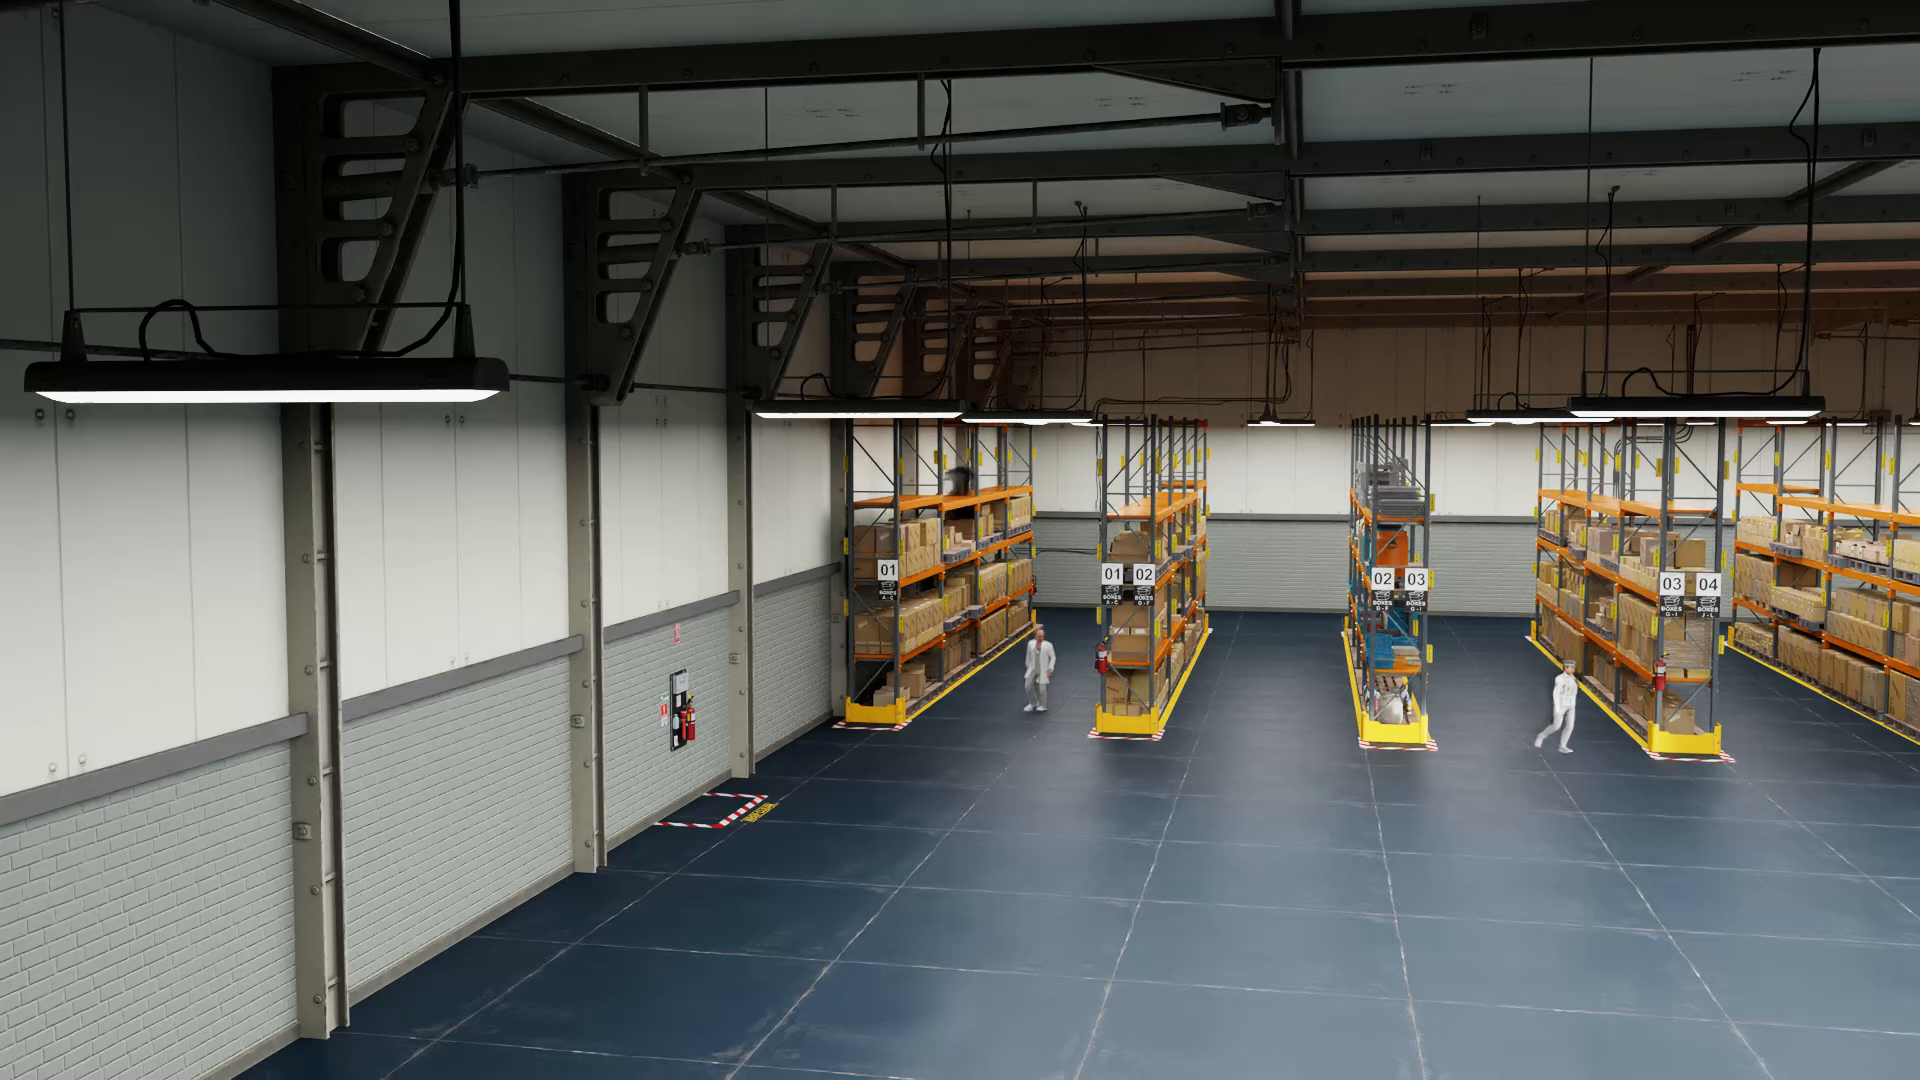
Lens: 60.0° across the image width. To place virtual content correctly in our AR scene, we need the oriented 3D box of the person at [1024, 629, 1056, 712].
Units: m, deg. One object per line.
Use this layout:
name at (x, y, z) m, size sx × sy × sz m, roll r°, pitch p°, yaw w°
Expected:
person at (1.611, 2.628, 33.496) m, size 0.706 × 1.702 × 0.769 m, roll 1°, pitch 4°, yaw 17°

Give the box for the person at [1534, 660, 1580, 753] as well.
person at (10.577, 2.928, 29.435) m, size 0.654 × 1.650 × 0.564 m, roll -2°, pitch 4°, yaw -25°
